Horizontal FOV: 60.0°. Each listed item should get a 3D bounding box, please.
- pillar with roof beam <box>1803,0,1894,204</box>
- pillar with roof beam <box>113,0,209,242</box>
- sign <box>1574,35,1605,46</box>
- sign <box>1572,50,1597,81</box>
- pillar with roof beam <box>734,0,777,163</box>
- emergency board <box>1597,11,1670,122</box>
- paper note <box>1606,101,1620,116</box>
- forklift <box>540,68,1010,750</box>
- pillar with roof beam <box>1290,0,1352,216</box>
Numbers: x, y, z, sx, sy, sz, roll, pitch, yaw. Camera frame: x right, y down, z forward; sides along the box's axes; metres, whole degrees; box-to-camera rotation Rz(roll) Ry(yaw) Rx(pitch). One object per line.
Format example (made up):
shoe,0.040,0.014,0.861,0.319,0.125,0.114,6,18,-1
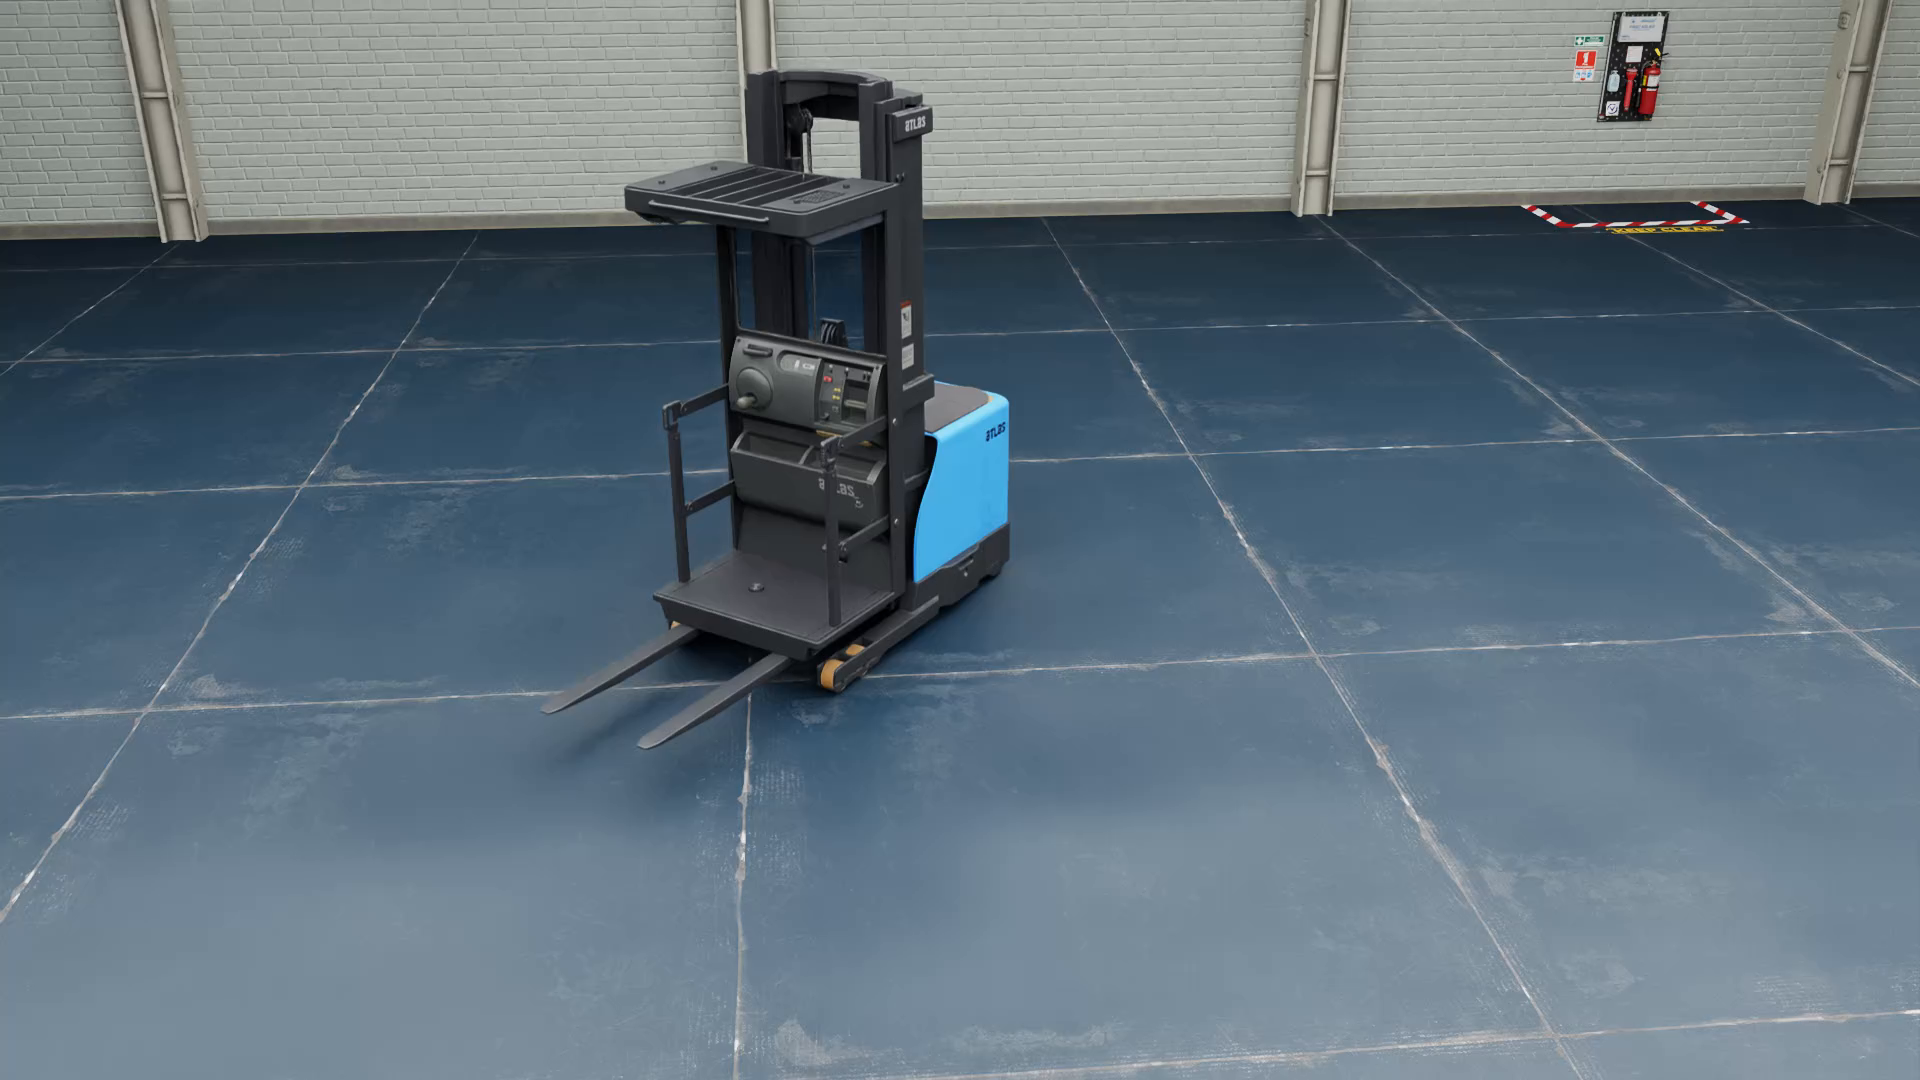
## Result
pillar with roof beam,10.275,-6.230,13.188,0.400,9.000,9.100,-2,24,-5
pillar with roof beam,-7.637,-5.512,11.571,0.400,9.000,9.100,-2,24,-5
sign,6.834,-5.420,18.056,0.331,0.109,0.001,-2,24,-5
sign,6.829,-5.182,18.171,0.234,0.329,0.001,-2,24,-5
pillar with roof beam,-1.666,-5.751,12.110,0.400,9.000,9.100,-2,24,-5
emergency board,7.389,-5.146,18.134,0.643,1.169,0.194,-2,24,-5
paper note,7.206,-4.764,18.360,0.142,0.148,0.016,-2,24,-5
forklift,-0.911,-0.778,8.391,1.130,2.935,3.031,14,28,29
pillar with roof beam,4.304,-5.991,12.649,0.400,9.000,9.100,-2,24,-5
